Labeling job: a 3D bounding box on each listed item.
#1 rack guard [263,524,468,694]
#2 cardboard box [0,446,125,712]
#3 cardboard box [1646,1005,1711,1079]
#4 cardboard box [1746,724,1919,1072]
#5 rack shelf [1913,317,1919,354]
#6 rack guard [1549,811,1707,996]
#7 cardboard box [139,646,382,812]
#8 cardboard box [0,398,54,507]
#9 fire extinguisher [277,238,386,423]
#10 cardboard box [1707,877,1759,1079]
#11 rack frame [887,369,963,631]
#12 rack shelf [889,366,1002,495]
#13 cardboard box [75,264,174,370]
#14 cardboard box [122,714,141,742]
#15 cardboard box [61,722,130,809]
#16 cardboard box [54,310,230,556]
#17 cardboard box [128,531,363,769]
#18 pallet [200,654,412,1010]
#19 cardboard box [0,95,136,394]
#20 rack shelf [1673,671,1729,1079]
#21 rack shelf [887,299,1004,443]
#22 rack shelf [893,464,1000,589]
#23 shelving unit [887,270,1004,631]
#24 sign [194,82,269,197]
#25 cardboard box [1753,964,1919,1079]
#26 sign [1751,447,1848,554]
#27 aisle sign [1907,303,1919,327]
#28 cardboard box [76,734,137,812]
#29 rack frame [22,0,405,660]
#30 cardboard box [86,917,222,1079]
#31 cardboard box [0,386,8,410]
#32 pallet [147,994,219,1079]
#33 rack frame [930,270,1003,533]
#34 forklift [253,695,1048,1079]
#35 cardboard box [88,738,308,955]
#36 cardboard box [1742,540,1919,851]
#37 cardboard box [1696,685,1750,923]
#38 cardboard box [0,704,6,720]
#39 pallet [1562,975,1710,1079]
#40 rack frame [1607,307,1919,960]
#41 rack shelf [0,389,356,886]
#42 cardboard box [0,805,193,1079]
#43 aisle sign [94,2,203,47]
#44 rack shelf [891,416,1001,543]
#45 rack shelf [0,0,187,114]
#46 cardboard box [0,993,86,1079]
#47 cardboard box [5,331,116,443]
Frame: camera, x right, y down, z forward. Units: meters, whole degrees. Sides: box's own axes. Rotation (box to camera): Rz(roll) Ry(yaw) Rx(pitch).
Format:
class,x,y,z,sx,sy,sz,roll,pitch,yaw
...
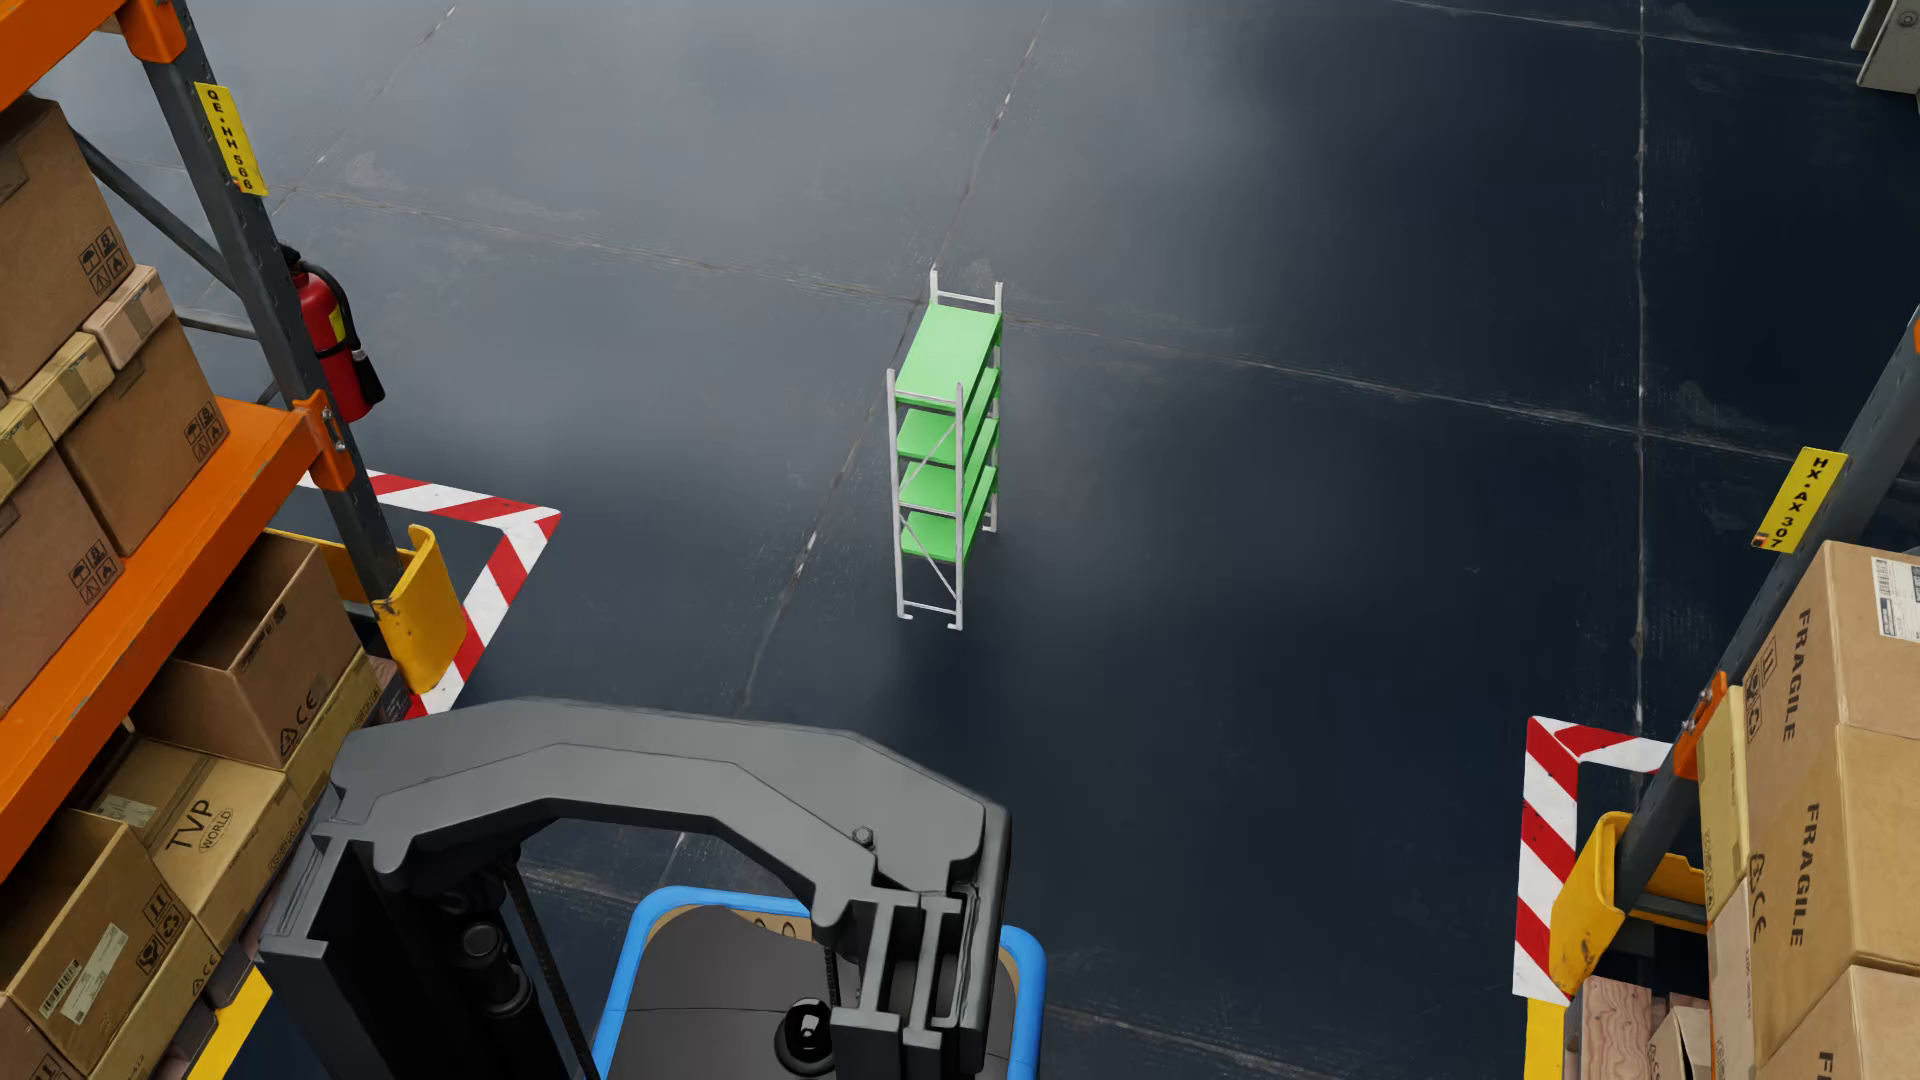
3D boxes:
class,x,y,z,sx,sy,sz,roll,pitch,yaw
rack guard,-2.359,0.143,5.791,1.175,0.500,0.348,12,50,10
cardboard box,-2.634,0.016,4.169,0.700,0.500,0.500,13,50,11
cardboard box,2.146,1.535,4.395,0.500,0.311,0.500,7,49,6
cardboard box,1.860,0.744,3.179,0.500,0.500,0.500,12,50,10
rack shelf,1.889,1.000,1.846,1.077,0.370,4.000,12,50,10
rack guard,2.395,1.190,4.866,1.175,0.500,0.348,12,50,10
cardboard box,-2.221,0.550,5.318,0.500,0.250,0.500,12,50,10
cardboard box,-2.416,-0.226,3.950,0.380,0.149,0.250,11,49,9
fire extinguisher,-1.886,-0.635,4.862,0.296,0.674,0.183,12,50,10
cardboard box,1.857,1.019,3.436,0.500,0.250,0.500,10,49,9
rack frame,-0.108,-0.101,5.539,0.240,1.200,0.015,12,50,10
rack shelf,-0.044,-0.394,5.562,0.258,0.148,0.480,12,50,10
cardboard box,-2.282,-0.601,4.280,0.380,0.149,0.250,11,49,9
cardboard box,-2.721,0.448,5.408,0.500,0.250,0.500,12,50,10
cardboard box,-2.850,0.562,4.807,0.500,0.500,0.500,12,50,10
cardboard box,-2.500,-0.365,4.505,0.700,0.500,0.500,12,50,10
cardboard box,-2.219,0.302,5.036,0.500,0.500,0.500,12,50,10
pallet,-2.526,0.817,5.388,1.003,0.211,1.213,12,50,10
cardboard box,-2.514,-0.756,3.985,0.700,0.500,0.500,12,50,10
rack shelf,1.889,1.992,2.971,1.077,0.370,4.000,12,50,10
rack shelf,-0.044,-0.553,5.383,0.258,0.148,0.480,12,50,10
rack shelf,-0.044,-0.076,5.922,0.258,0.148,0.480,12,50,10
shelving unit,-0.044,-0.277,5.694,0.258,1.200,0.503,12,50,10
sign,-1.845,-1.012,4.212,0.100,0.325,0.005,12,50,10
cardboard box,1.718,1.117,2.850,0.500,0.500,0.500,10,49,9
sign,1.892,-0.086,3.748,0.100,0.325,0.005,12,50,10
aisle sign,2.145,-0.664,3.101,0.394,0.787,0.004,12,50,10
cardboard box,-2.849,0.810,5.088,0.500,0.250,0.500,12,50,10
rack frame,-2.365,-0.667,4.838,1.000,3.000,0.127,12,50,10
cardboard box,-2.471,1.276,4.677,0.500,0.250,0.500,12,50,10
cardboard box,-2.647,-0.375,3.648,0.700,0.500,0.500,10,49,9
pallet,-2.849,1.697,4.612,1.003,0.211,1.213,12,50,10
rack frame,0.021,-0.454,5.850,0.240,1.200,0.015,12,50,10
forklift,-0.485,1.728,2.770,1.130,2.935,3.031,6,49,5
cardboard box,-2.341,0.914,4.997,0.500,0.250,0.500,12,50,10
cardboard box,2.000,0.389,3.493,0.500,0.500,0.500,12,50,10
cardboard box,1.980,0.641,3.770,0.500,0.250,0.500,10,49,9
cardboard box,-2.770,0.374,3.853,0.700,0.500,0.500,12,50,10
pallet,2.147,1.866,4.462,1.003,0.211,1.213,12,50,10
rack frame,2.415,0.308,3.978,1.000,3.000,0.127,12,50,10
rack shelf,-2.891,1.018,3.831,1.077,0.370,4.000,12,50,10
cardboard box,-2.468,1.028,4.395,0.500,0.500,0.500,12,50,10
aisle sign,-2.064,-1.517,3.854,0.394,0.787,0.004,12,50,10
rack shelf,-0.044,-0.235,5.742,0.258,0.148,0.480,12,50,10
rack shelf,-2.891,0.025,2.706,1.077,0.370,4.000,12,50,10
cardboard box,-2.601,1.390,4.076,0.500,0.500,0.500,12,50,10
cardboard box,-2.349,-0.411,4.113,0.380,0.149,0.250,13,50,11
